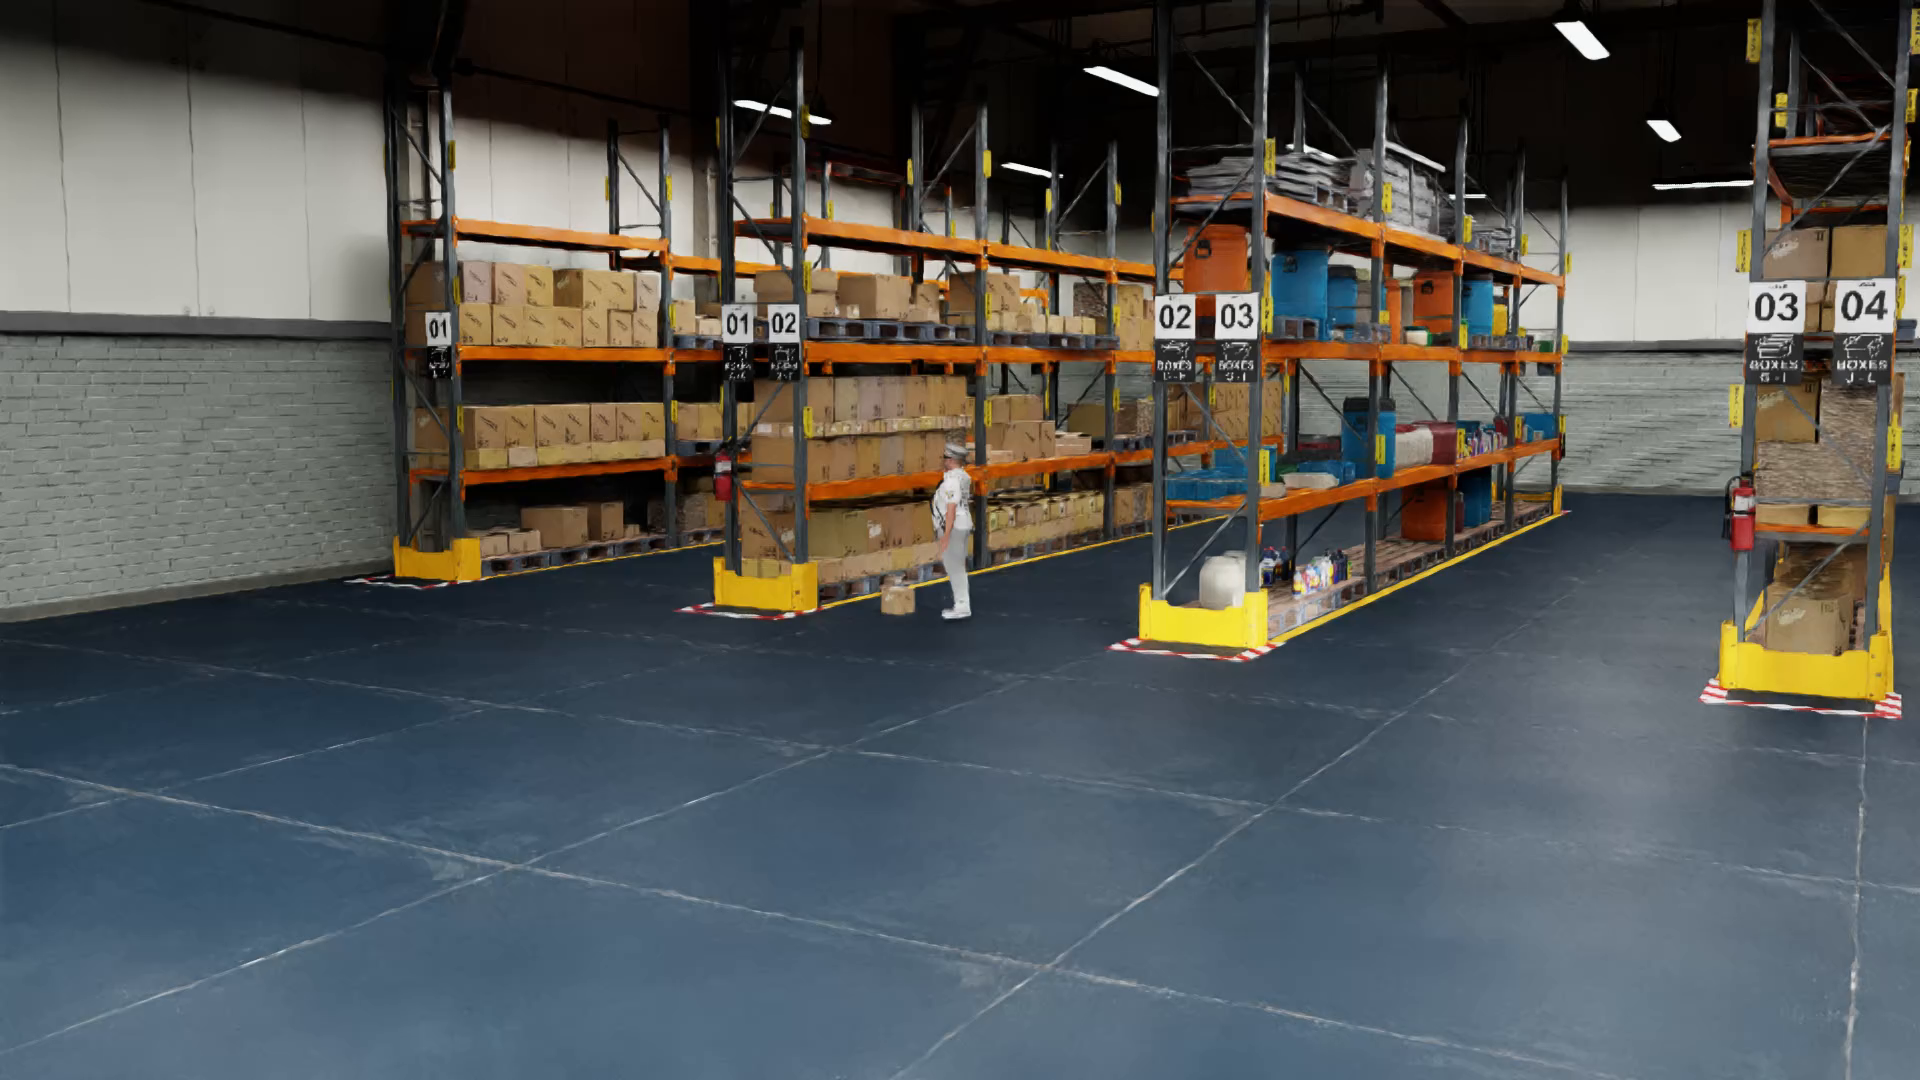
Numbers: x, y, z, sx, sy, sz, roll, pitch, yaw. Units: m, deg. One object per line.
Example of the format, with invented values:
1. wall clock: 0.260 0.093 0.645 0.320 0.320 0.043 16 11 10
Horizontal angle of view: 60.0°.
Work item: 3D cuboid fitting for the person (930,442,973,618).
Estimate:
1. person: -0.083 -0.091 16.804 0.403 1.780 0.655 1 6 14
